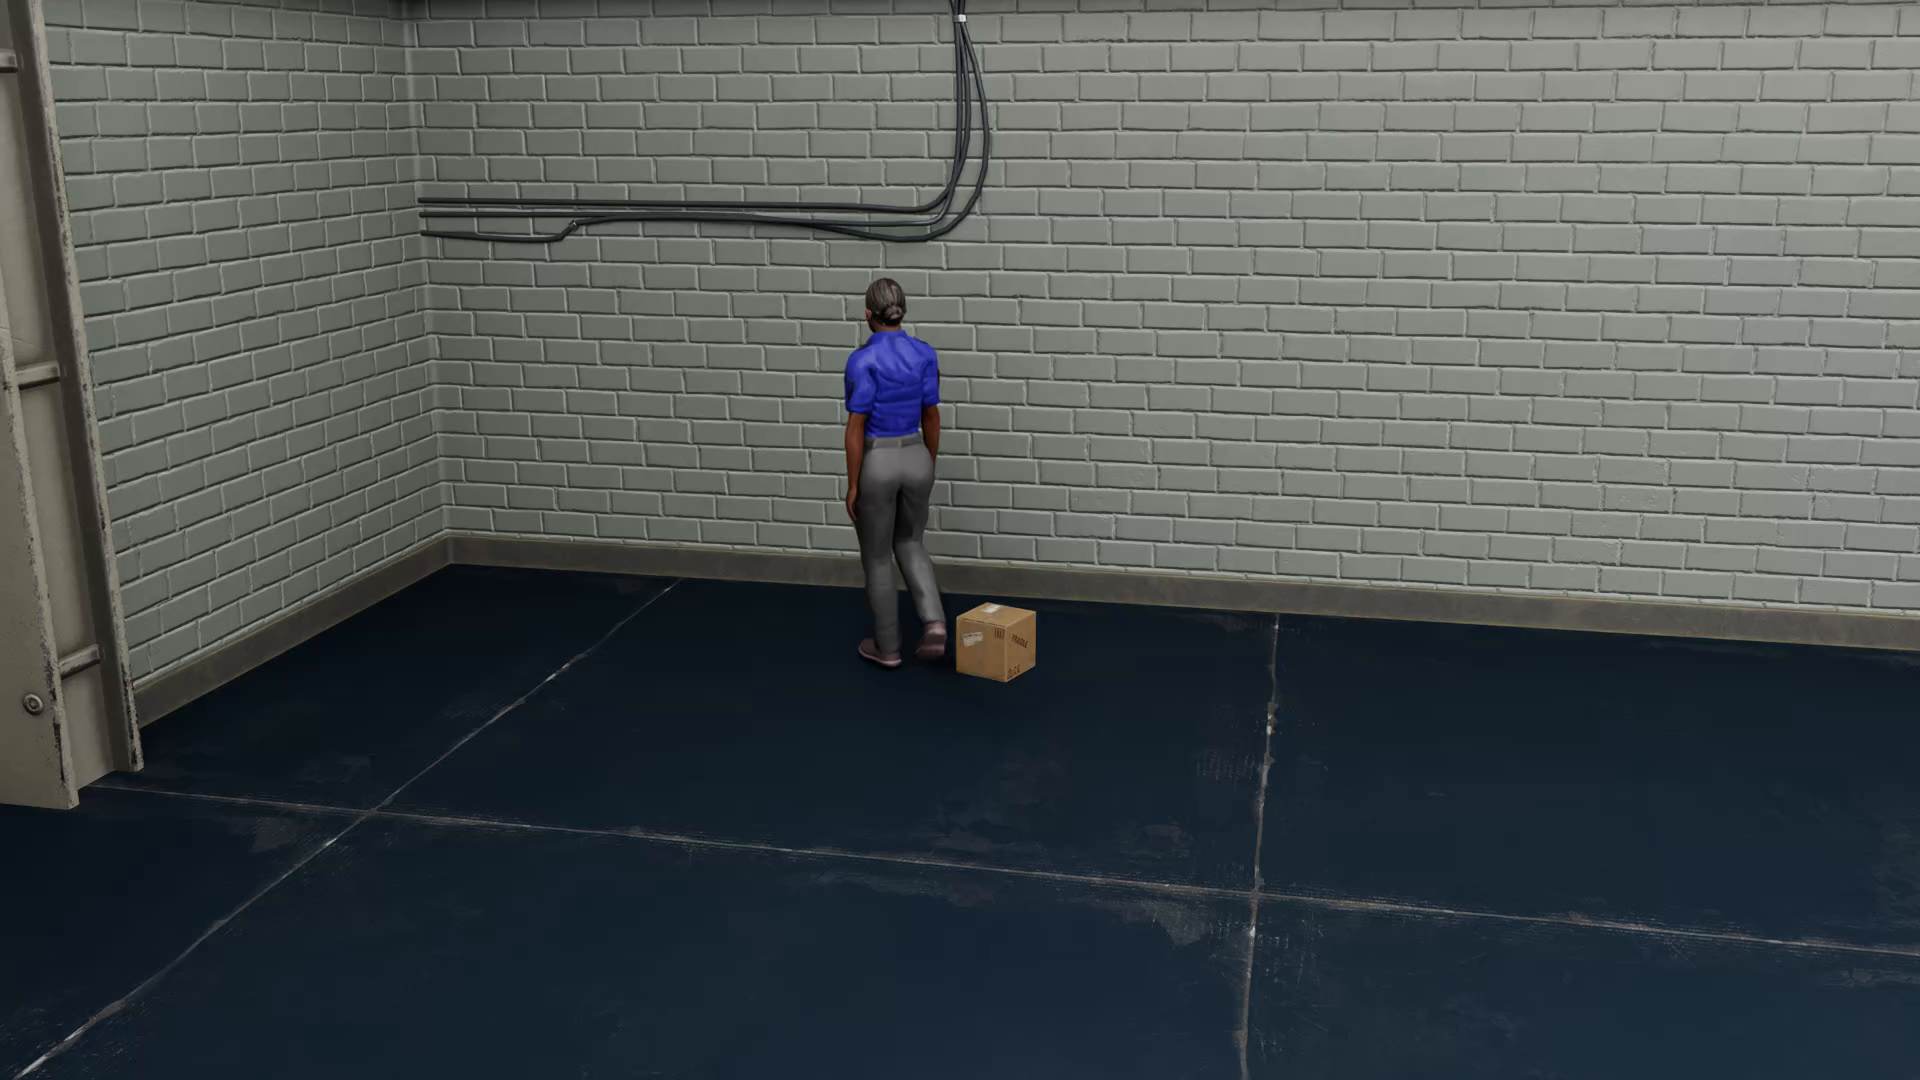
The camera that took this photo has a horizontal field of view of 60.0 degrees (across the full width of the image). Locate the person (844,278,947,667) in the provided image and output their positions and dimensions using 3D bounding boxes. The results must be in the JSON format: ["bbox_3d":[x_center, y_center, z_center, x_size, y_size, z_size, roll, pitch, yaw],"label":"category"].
[{"bbox_3d":[-0.285,-0.265,6.983,0.469,1.661,0.474,-9,17,-30],"label":"person"}]
